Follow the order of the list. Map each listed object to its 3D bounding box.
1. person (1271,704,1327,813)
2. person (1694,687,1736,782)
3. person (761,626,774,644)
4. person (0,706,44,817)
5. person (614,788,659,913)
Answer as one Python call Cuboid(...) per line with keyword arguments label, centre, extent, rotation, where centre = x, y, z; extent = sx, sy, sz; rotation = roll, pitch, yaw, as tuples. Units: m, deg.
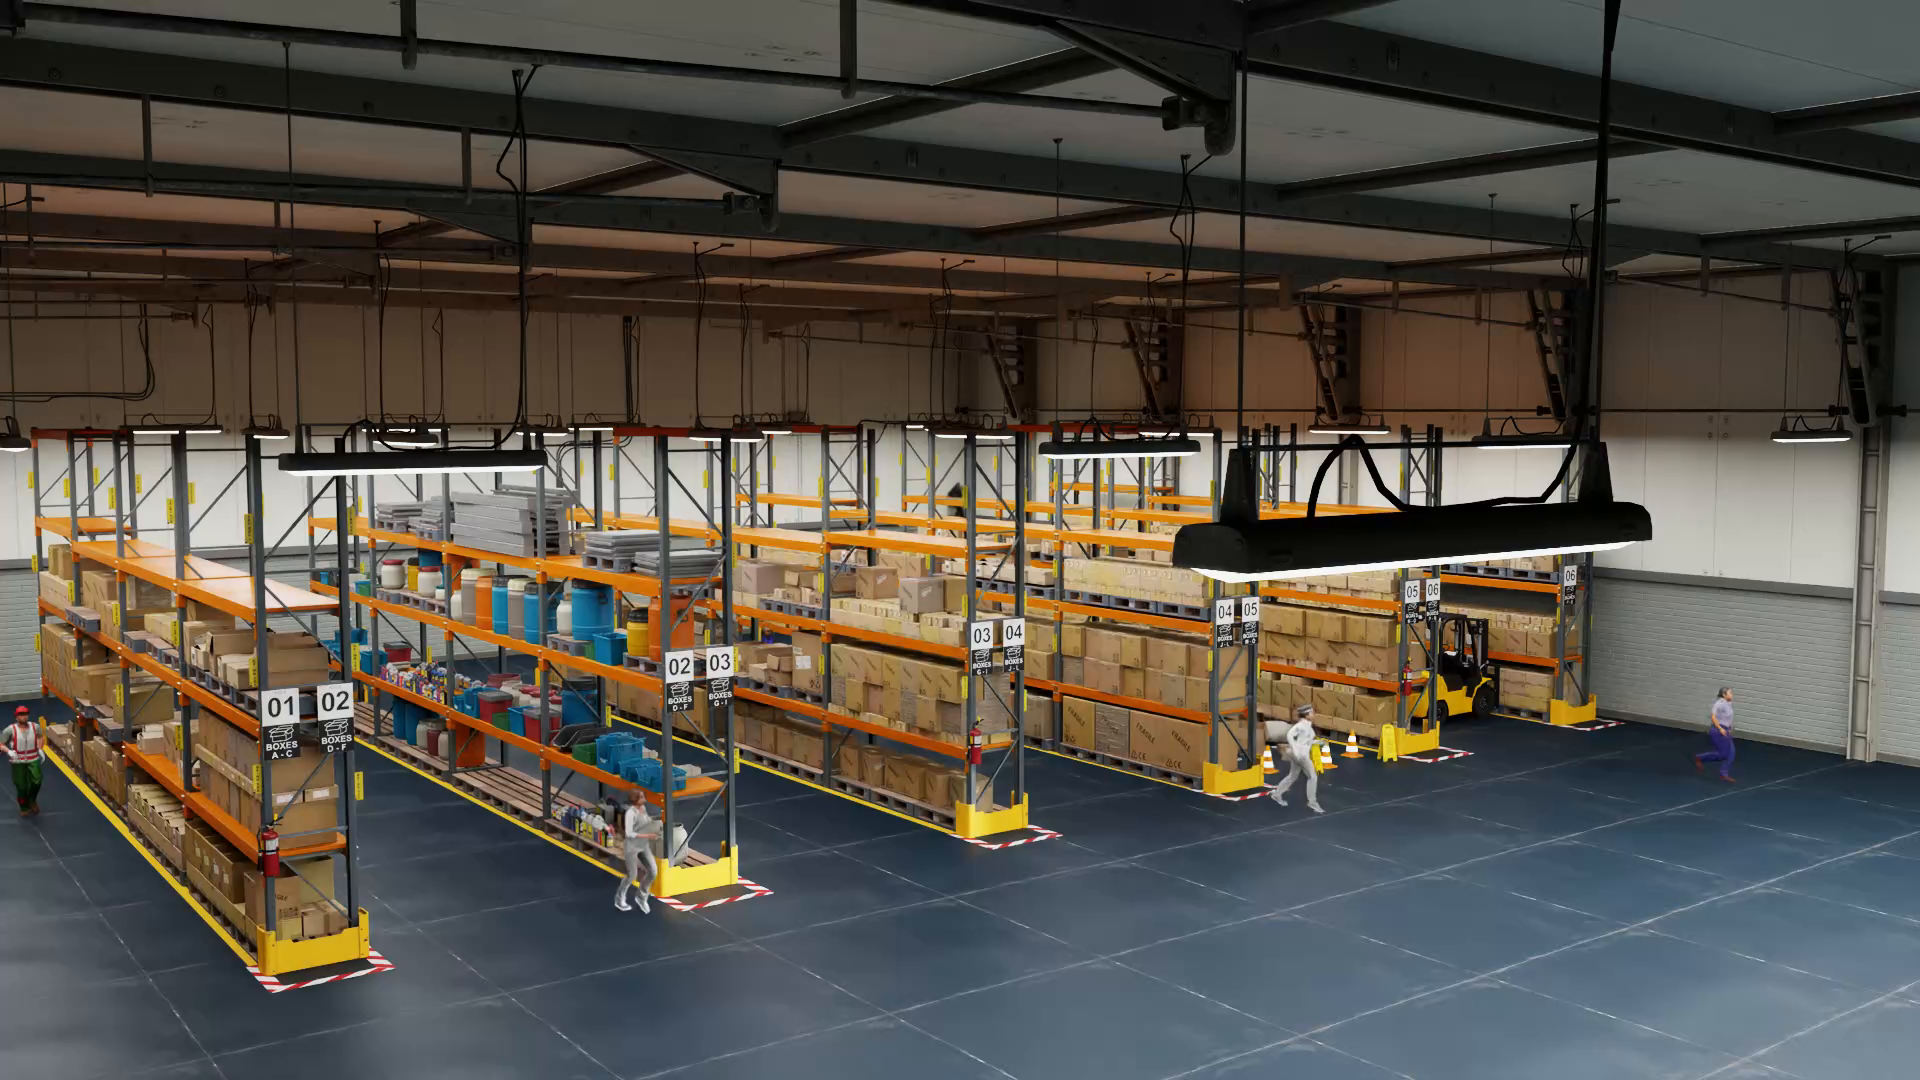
Cuboid(label="person", centre=(5.362, 3.435, 26.290), extent=(0.863, 1.724, 0.558), rotation=(1, 5, 11))
Cuboid(label="person", centre=(12.989, 3.308, 28.475), extent=(0.642, 1.621, 0.627), rotation=(3, 5, 35))
Cuboid(label="person", centre=(-4.126, 2.680, 36.041), extent=(0.569, 1.627, 0.655), rotation=(-4, 6, -44))
Cuboid(label="person", centre=(-14.455, 3.433, 25.692), extent=(0.659, 1.744, 0.578), rotation=(-4, 6, -40))
Cuboid(label="person", centre=(-4.038, 3.905, 20.862), extent=(0.676, 1.630, 0.553), rotation=(2, 5, 23))
